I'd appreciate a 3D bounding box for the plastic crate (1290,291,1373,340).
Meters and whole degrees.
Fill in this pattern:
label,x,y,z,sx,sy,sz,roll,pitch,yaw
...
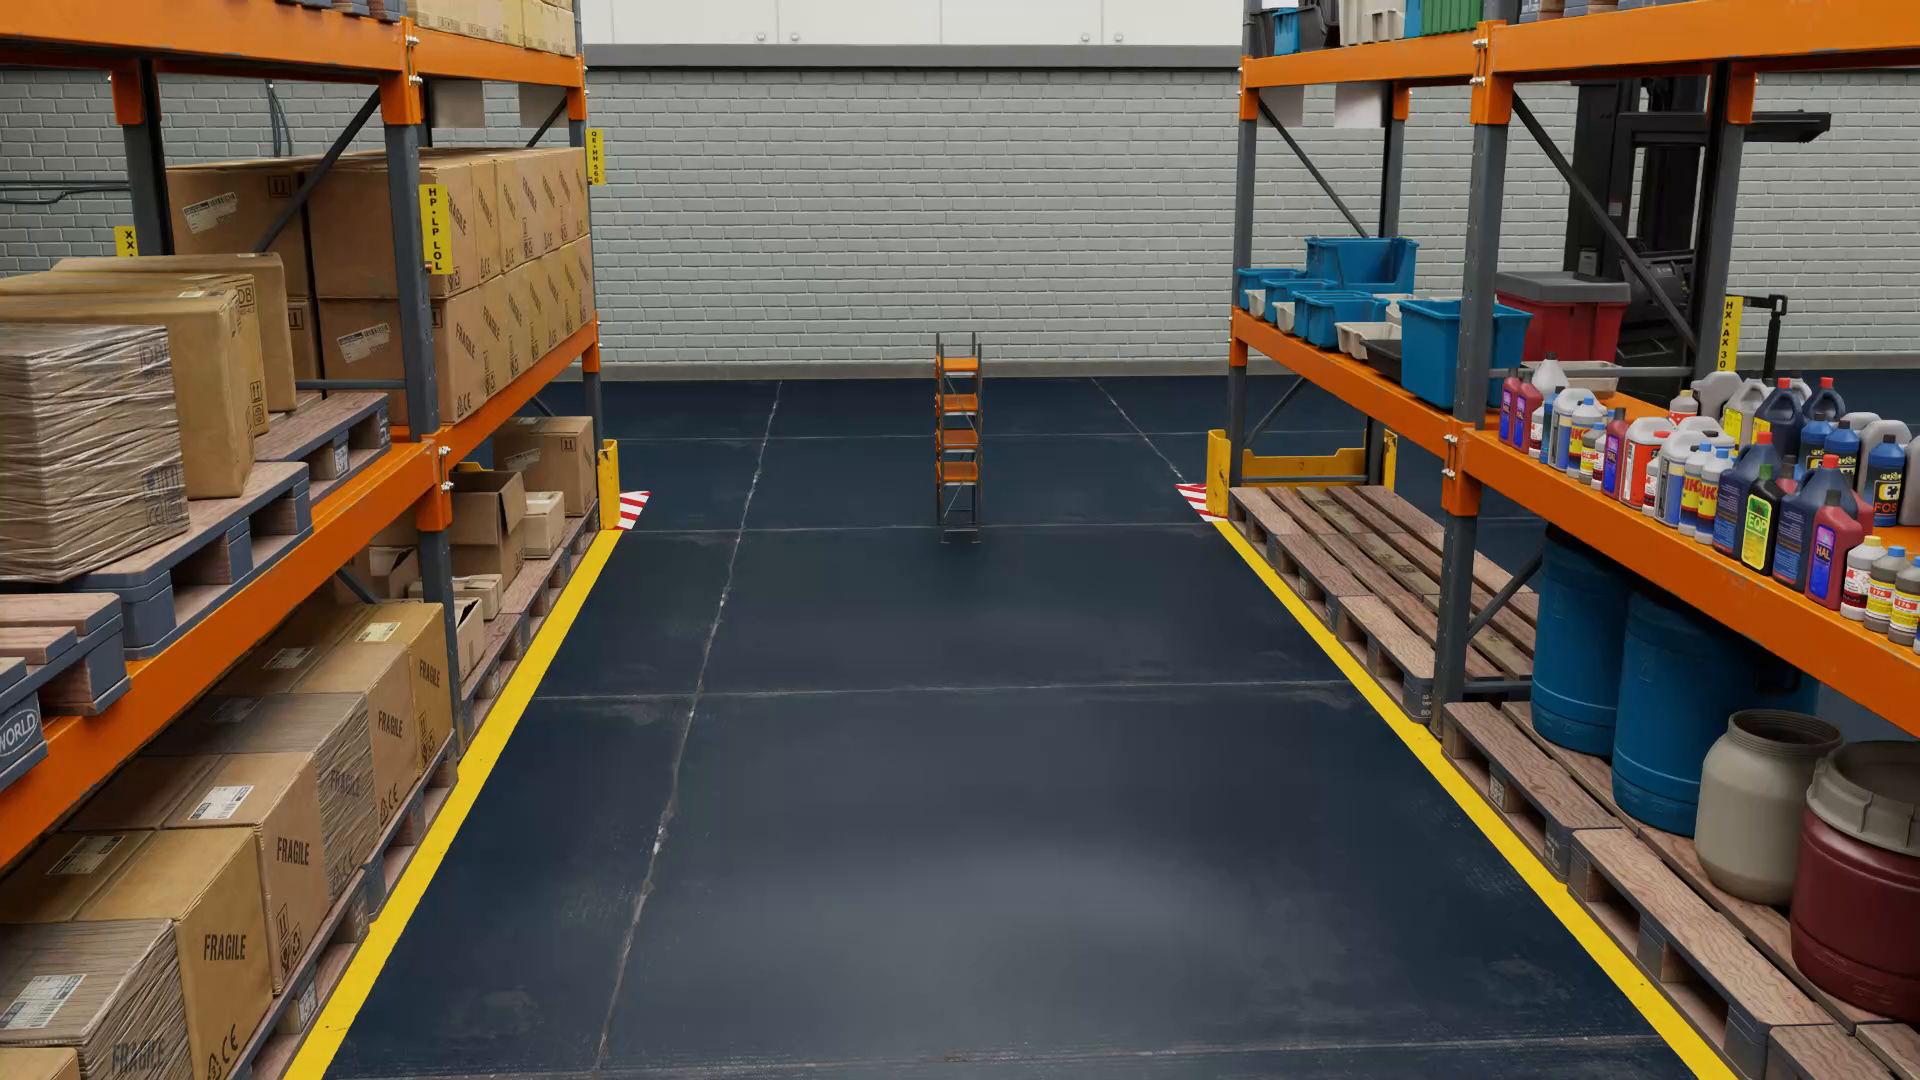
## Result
label,x,y,z,sx,sy,sz,roll,pitch,yaw
plastic crate,1.979,-1.199,8.882,0.416,0.233,0.300,-1,14,-3

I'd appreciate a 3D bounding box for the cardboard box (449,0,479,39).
label,x,y,z,sx,sy,sz,roll,pitch,yaw
cardboard box,-2.296,-2.204,6.853,0.500,0.250,0.500,-1,14,-3

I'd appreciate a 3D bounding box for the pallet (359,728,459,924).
label,x,y,z,sx,sy,sz,roll,pitch,yaw
pallet,-2.397,0.978,5.803,1.003,0.211,1.213,-1,14,-3

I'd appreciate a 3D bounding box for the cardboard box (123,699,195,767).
label,x,y,z,sx,sy,sz,roll,pitch,yaw
cardboard box,-2.631,0.804,5.015,0.500,0.500,0.500,-1,14,-3

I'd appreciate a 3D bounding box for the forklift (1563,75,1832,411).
label,x,y,z,sx,sy,sz,roll,pitch,yaw
forklift,4.701,-1.664,10.613,1.130,2.935,3.031,-9,17,-32

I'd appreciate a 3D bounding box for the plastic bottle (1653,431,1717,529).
label,x,y,z,sx,sy,sz,roll,pitch,yaw
plastic bottle,2.179,-0.181,4.959,0.152,0.276,0.135,-1,14,-3

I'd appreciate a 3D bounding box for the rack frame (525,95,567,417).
label,x,y,z,sx,sy,sz,roll,pitch,yaw
rack frame,-2.737,-1.569,10.106,0.949,2.616,0.053,-1,14,-3

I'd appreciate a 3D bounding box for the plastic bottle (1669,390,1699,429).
label,x,y,z,sx,sy,sz,roll,pitch,yaw
plastic bottle,2.682,-0.454,6.171,0.097,0.201,0.097,0,14,0

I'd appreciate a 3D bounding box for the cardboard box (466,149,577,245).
label,x,y,z,sx,sy,sz,roll,pitch,yaw
cardboard box,-2.399,-1.870,9.067,0.500,0.500,0.500,0,14,-2

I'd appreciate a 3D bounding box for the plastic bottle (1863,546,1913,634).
label,x,y,z,sx,sy,sz,roll,pitch,yaw
plastic bottle,2.216,0.115,3.957,0.097,0.201,0.097,0,14,0

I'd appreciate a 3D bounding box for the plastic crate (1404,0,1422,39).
label,x,y,z,sx,sy,sz,roll,pitch,yaw
plastic crate,2.084,-2.243,7.041,0.416,0.233,0.300,-1,14,-3

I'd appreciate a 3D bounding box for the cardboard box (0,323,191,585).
label,x,y,z,sx,sy,sz,roll,pitch,yaw
cardboard box,-2.255,-0.217,3.806,0.700,0.500,0.500,2,15,7

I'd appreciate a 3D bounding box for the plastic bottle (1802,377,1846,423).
label,x,y,z,sx,sy,sz,roll,pitch,yaw
plastic bottle,2.854,-0.357,5.492,0.144,0.351,0.185,-1,14,-3

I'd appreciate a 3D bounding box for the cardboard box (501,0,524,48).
label,x,y,z,sx,sy,sz,roll,pitch,yaw
cardboard box,-2.359,-2.452,7.819,0.500,0.250,0.500,-1,14,-3

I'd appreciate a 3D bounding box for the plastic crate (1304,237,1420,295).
label,x,y,z,sx,sy,sz,roll,pitch,yaw
plastic crate,2.418,-1.611,10.075,0.616,0.435,0.499,-1,14,-3

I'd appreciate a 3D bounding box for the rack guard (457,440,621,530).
label,x,y,z,sx,sy,sz,roll,pitch,yaw
rack guard,-2.729,-0.340,10.344,1.175,0.500,0.348,-1,14,-3

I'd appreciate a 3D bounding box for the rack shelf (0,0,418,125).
label,x,y,z,sx,sy,sz,roll,pitch,yaw
rack shelf,-2.362,-1.181,4.022,1.077,0.370,4.000,-1,14,-3

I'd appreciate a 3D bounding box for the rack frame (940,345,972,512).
label,x,y,z,sx,sy,sz,roll,pitch,yaw
rack frame,-0.025,-0.683,10.273,0.228,1.046,0.006,-1,14,-3

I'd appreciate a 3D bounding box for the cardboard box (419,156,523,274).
label,x,y,z,sx,sy,sz,roll,pitch,yaw
cardboard box,-2.298,-1.485,7.570,0.500,0.500,0.500,-1,14,-5

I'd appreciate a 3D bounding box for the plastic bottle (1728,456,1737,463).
label,x,y,z,sx,sy,sz,roll,pitch,yaw
plastic bottle,2.302,-0.151,4.994,0.097,0.201,0.097,0,14,0

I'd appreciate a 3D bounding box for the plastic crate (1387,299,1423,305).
label,x,y,z,sx,sy,sz,roll,pitch,yaw
plastic crate,2.446,-1.274,9.366,0.396,0.136,0.243,-1,14,-3

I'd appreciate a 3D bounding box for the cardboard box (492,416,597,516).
label,x,y,z,sx,sy,sz,roll,pitch,yaw
cardboard box,-2.454,-0.440,9.852,0.500,0.500,0.500,-1,14,-3

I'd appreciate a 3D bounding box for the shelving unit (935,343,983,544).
label,x,y,z,sx,sy,sz,roll,pitch,yaw
shelving unit,-0.010,-0.622,10.035,0.258,1.200,0.499,-1,14,-3

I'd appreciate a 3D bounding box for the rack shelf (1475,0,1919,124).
label,x,y,z,sx,sy,sz,roll,pitch,yaw
rack shelf,2.582,-1.257,4.316,1.077,0.370,4.000,-1,14,-3

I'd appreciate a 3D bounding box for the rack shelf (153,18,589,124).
label,x,y,z,sx,sy,sz,roll,pitch,yaw
rack shelf,-2.609,-2.176,7.888,1.077,0.370,4.000,-1,14,-3

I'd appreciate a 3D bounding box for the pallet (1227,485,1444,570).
label,x,y,z,sx,sy,sz,roll,pitch,yaw
pallet,2.223,-0.089,9.947,1.003,0.211,1.213,-1,14,-3

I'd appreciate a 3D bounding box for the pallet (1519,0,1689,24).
label,x,y,z,sx,sy,sz,roll,pitch,yaw
pallet,0.245,0.091,3.629,6.198,3.011,5.144,-1,14,-3

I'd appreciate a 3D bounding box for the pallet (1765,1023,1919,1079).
label,x,y,z,sx,sy,sz,roll,pitch,yaw
pallet,2.616,1.500,3.774,1.003,0.211,1.213,-1,14,-3

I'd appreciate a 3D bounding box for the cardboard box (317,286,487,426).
label,x,y,z,sx,sy,sz,roll,pitch,yaw
cardboard box,-2.245,-0.754,6.736,0.500,0.500,0.500,-1,14,-2

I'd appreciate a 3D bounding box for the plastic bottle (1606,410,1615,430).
label,x,y,z,sx,sy,sz,roll,pitch,yaw
plastic bottle,2.253,-0.348,5.759,0.097,0.201,0.097,0,14,0

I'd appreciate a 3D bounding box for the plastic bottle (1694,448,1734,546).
label,x,y,z,sx,sy,sz,roll,pitch,yaw
plastic bottle,2.165,-0.125,4.752,0.097,0.271,0.097,0,14,0

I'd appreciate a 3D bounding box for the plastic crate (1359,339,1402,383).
label,x,y,z,sx,sy,sz,roll,pitch,yaw
plastic crate,2.121,-0.820,7.626,0.437,0.125,0.590,-1,14,-3

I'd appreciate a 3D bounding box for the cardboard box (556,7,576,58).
label,x,y,z,sx,sy,sz,roll,pitch,yaw
cardboard box,-2.438,-2.826,9.270,0.500,0.250,0.500,-1,14,-3

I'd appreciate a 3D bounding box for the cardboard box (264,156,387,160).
label,x,y,z,sx,sy,sz,roll,pitch,yaw
cardboard box,-2.841,-1.482,7.558,0.500,0.500,0.500,-1,14,-3

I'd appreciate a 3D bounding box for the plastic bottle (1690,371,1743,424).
label,x,y,z,sx,sy,sz,roll,pitch,yaw
plastic bottle,2.806,-0.497,6.187,0.152,0.276,0.135,-1,14,-3

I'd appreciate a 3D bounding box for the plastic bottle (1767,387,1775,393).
label,x,y,z,sx,sy,sz,roll,pitch,yaw
plastic bottle,2.828,-0.406,5.834,0.152,0.276,0.135,-1,14,-3

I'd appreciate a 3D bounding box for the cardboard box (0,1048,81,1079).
label,x,y,z,sx,sy,sz,roll,pitch,yaw
cardboard box,-1.981,1.300,3.087,0.500,0.500,0.500,0,14,-1

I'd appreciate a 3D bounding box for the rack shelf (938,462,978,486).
label,x,y,z,sx,sy,sz,roll,pitch,yaw
rack shelf,-0.010,-0.403,10.093,0.221,0.050,0.457,-1,14,-3

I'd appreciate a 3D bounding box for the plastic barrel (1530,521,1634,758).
label,x,y,z,sx,sy,sz,roll,pitch,yaw
plastic barrel,2.475,0.298,6.215,0.600,0.901,0.708,-1,14,-3

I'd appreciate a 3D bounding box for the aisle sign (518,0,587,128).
label,x,y,z,sx,sy,sz,roll,pitch,yaw
aisle sign,-2.432,-2.850,9.866,0.394,0.787,0.004,-1,14,-3

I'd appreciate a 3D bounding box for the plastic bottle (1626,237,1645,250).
label,x,y,z,sx,sy,sz,roll,pitch,yaw
plastic bottle,4.439,-1.316,11.113,0.181,1.395,0.154,-1,14,-3

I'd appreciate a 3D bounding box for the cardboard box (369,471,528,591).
label,x,y,z,sx,sy,sz,roll,pitch,yaw
cardboard box,-2.607,-0.046,8.311,0.797,0.503,0.637,-1,14,-3

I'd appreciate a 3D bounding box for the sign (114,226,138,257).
label,x,y,z,sx,sy,sz,roll,pitch,yaw
sign,-3.027,-0.983,6.092,0.100,0.325,0.005,-1,14,-3

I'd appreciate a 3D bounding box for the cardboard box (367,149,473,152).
label,x,y,z,sx,sy,sz,roll,pitch,yaw
cardboard box,-2.929,-1.858,9.019,0.500,0.500,0.500,-1,14,-3

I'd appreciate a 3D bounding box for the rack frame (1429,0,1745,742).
label,x,y,z,sx,sy,sz,roll,pitch,yaw
rack frame,2.459,-0.650,6.533,1.000,3.000,0.127,-1,14,-3

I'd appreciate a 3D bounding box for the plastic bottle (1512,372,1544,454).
label,x,y,z,sx,sy,sz,roll,pitch,yaw
plastic bottle,2.064,-0.463,6.039,0.061,0.283,0.133,-1,14,-3

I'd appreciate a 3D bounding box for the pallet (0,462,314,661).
label,x,y,z,sx,sy,sz,roll,pitch,yaw
pallet,-2.363,0.030,4.276,1.003,0.211,1.213,-1,14,-3

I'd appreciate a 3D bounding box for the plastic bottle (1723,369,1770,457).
label,x,y,z,sx,sy,sz,roll,pitch,yaw
plastic bottle,2.698,-0.400,5.662,0.144,0.351,0.185,-1,14,-3

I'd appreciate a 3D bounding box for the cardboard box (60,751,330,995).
label,x,y,z,sx,sy,sz,roll,pitch,yaw
cardboard box,-2.082,0.916,4.582,0.500,0.500,0.500,-1,14,-5

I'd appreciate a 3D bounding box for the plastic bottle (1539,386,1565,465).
label,x,y,z,sx,sy,sz,roll,pitch,yaw
plastic bottle,2.095,-0.404,5.836,0.097,0.271,0.097,0,14,0

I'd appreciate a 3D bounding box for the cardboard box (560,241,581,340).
label,x,y,z,sx,sy,sz,roll,pitch,yaw
cardboard box,-2.398,-1.382,9.175,0.500,0.500,0.500,-1,14,-3
